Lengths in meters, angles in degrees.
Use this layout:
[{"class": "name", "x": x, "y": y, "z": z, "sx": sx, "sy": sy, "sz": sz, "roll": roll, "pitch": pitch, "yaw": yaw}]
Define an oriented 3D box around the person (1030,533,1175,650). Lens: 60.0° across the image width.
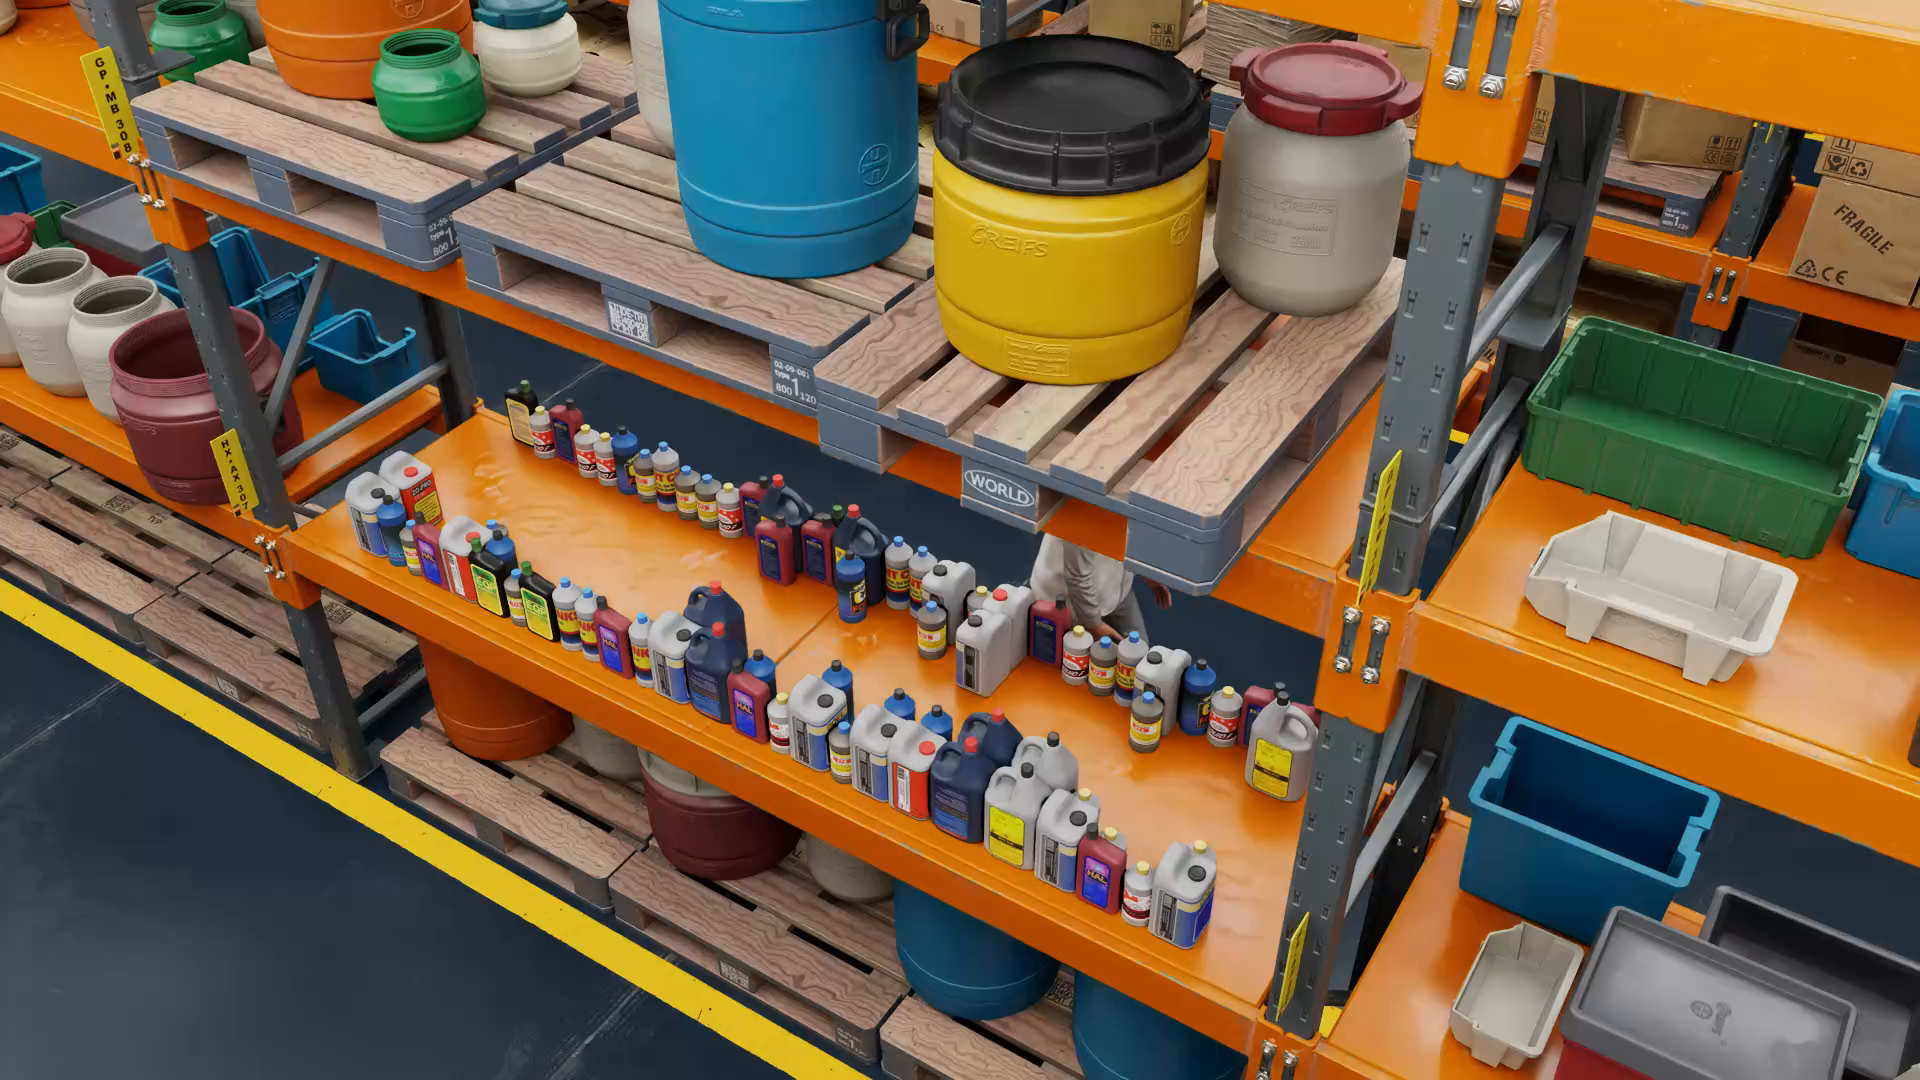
[{"class": "person", "x": 0.564, "y": 0.206, "z": 6.468, "sx": 0.516, "sy": 1.695, "sz": 0.567, "roll": 23, "pitch": 43, "yaw": 26}]
